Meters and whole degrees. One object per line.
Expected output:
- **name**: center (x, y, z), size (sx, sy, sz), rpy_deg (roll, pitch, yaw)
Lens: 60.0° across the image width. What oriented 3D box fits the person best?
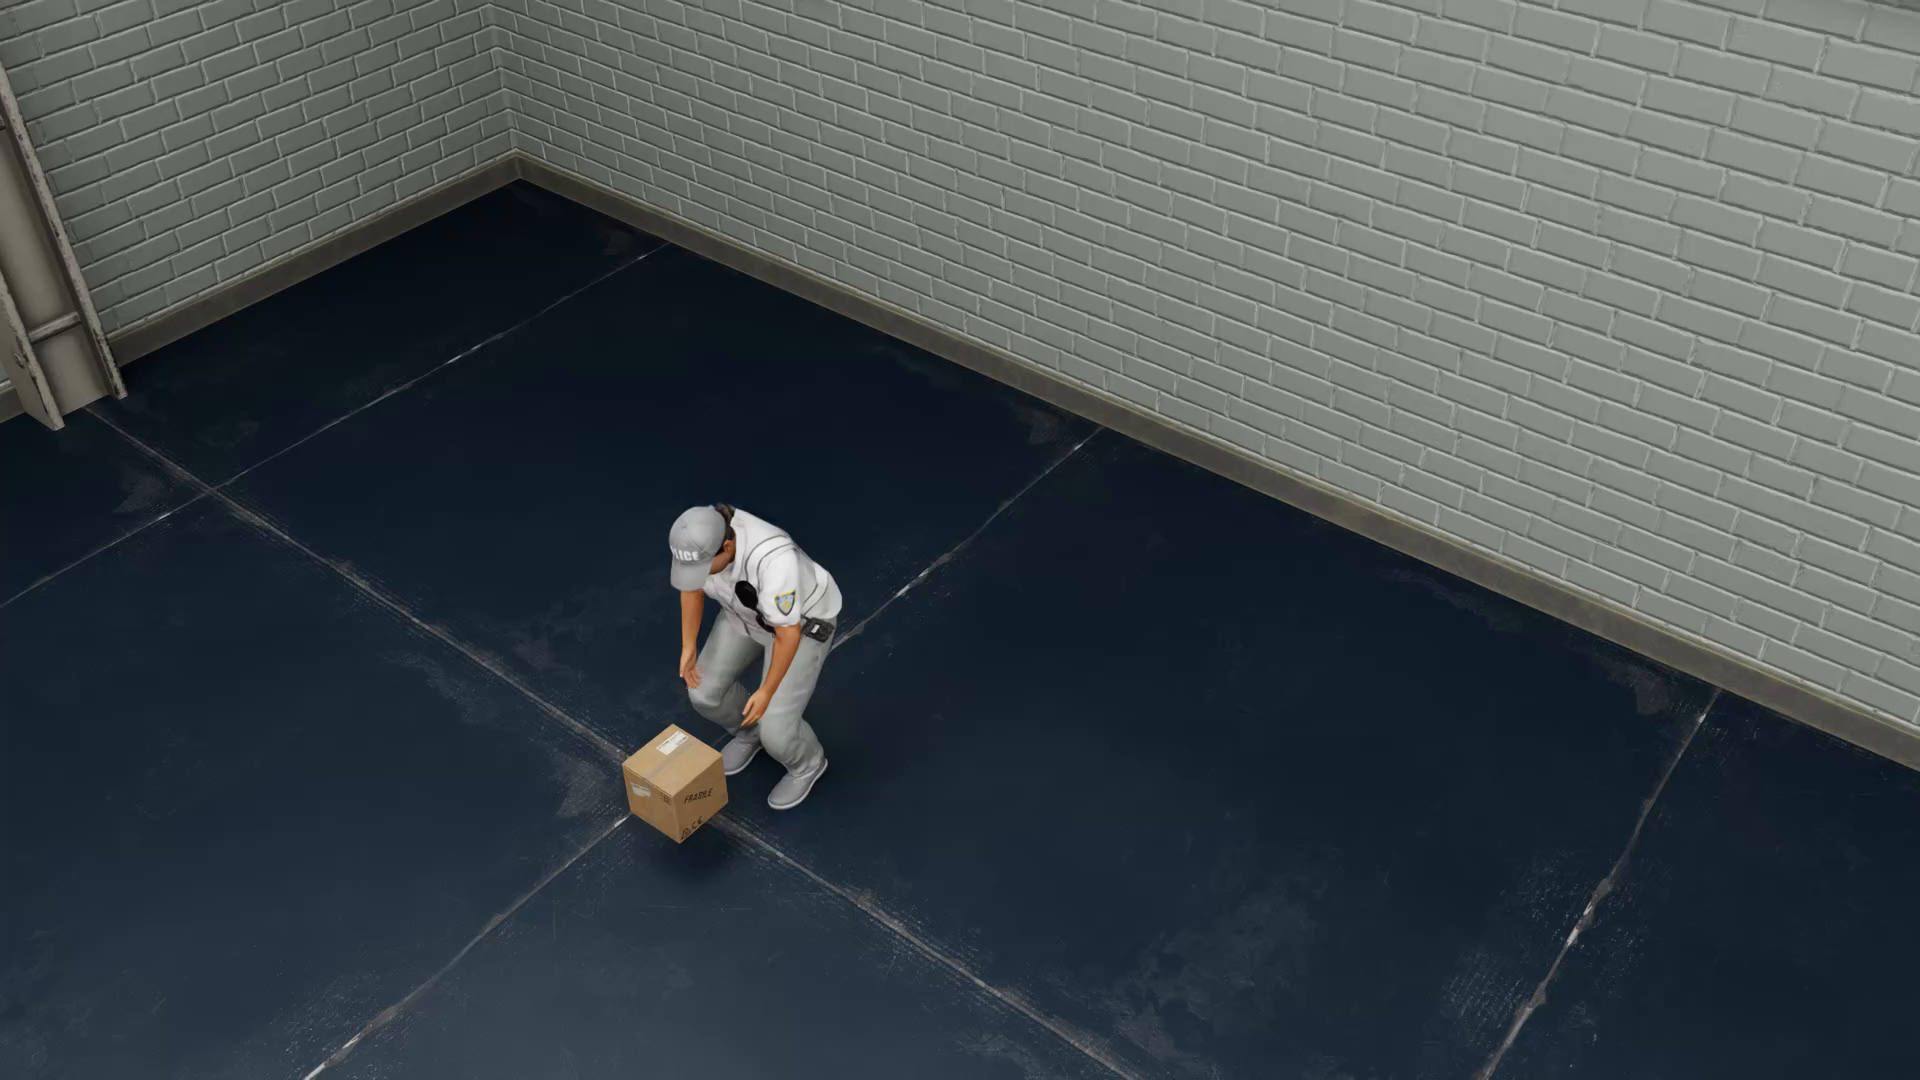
- **person**: center (-0.717, 0.362, 5.901), size (0.533, 1.432, 0.691), rpy_deg (26, 46, 28)
